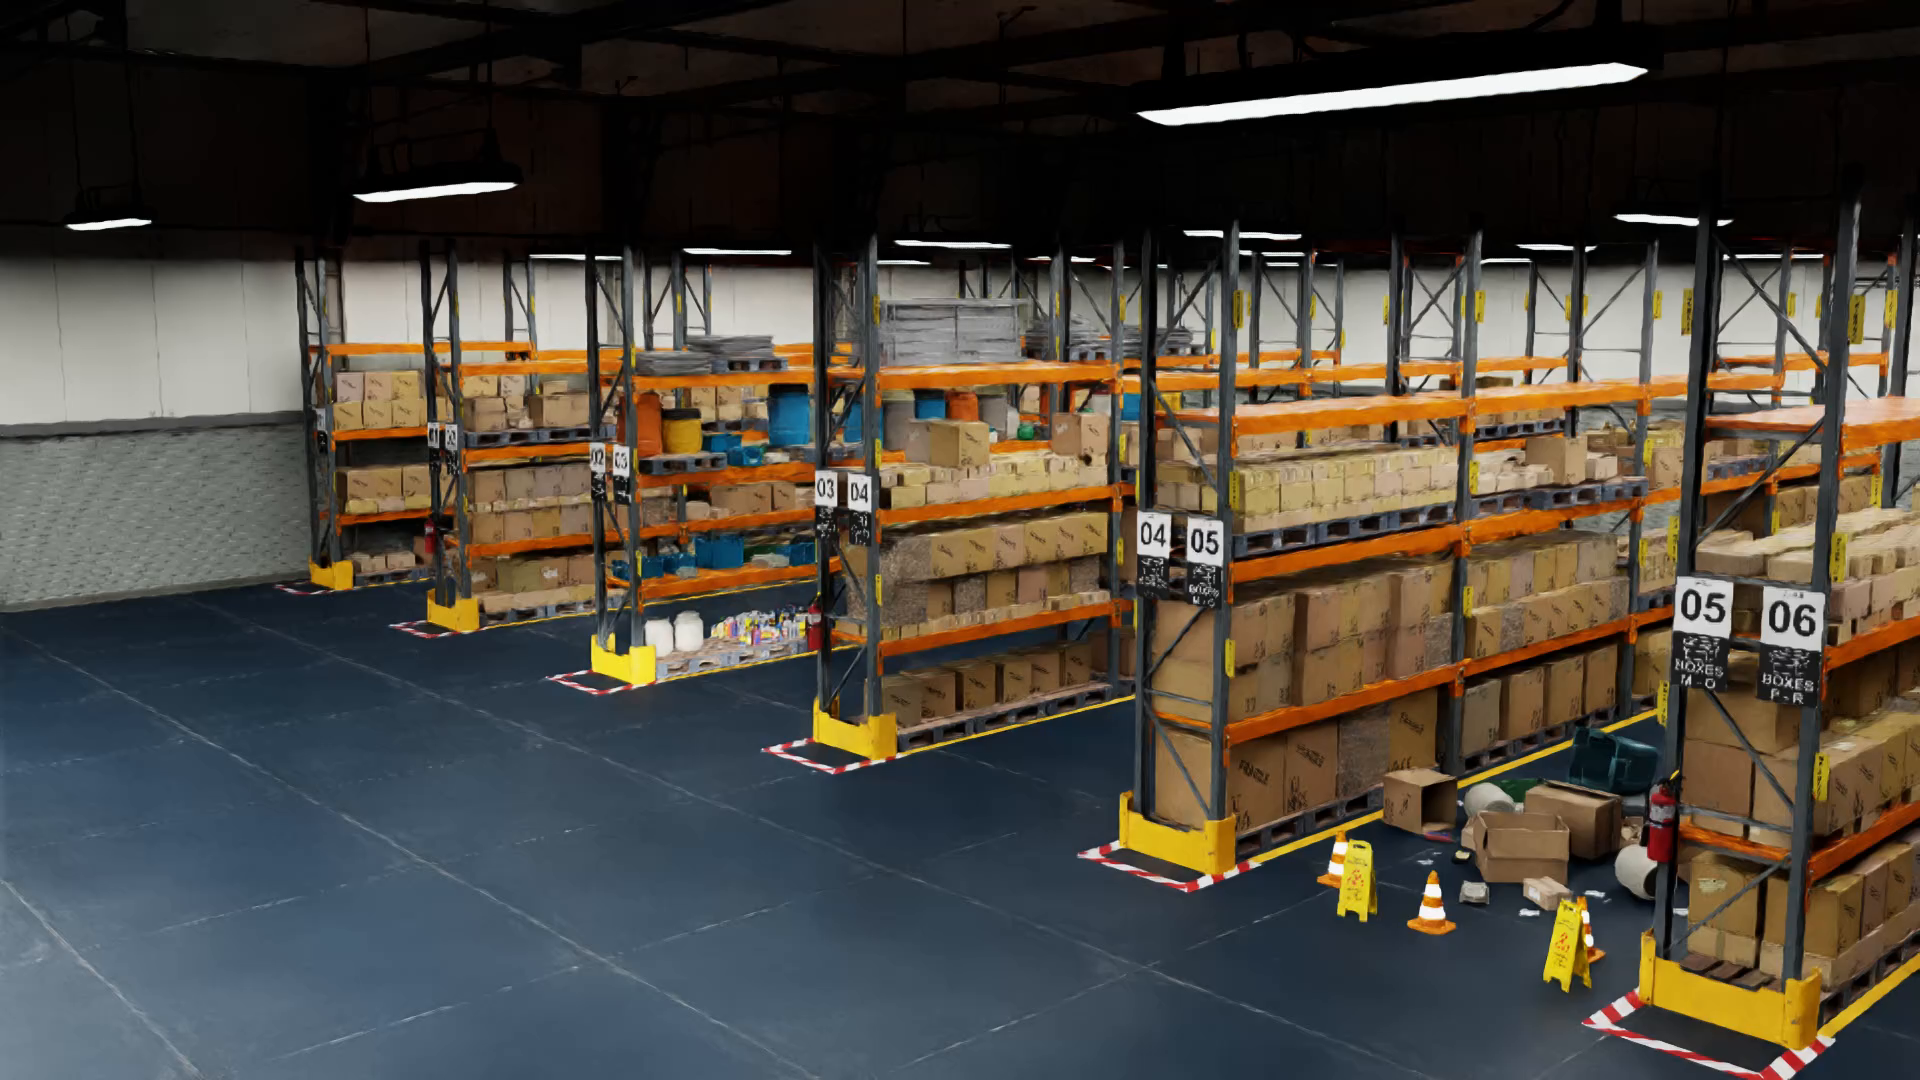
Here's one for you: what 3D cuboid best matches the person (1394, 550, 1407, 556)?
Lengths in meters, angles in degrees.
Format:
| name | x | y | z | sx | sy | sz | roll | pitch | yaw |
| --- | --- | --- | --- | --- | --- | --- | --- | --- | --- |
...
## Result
| name | x | y | z | sx | sy | sz | roll | pitch | yaw |
| --- | --- | --- | --- | --- | --- | --- | --- | --- | --- |
| person | 6.315 | 0.904 | 23.729 | 0.507 | 1.619 | 0.580 | -8 | 12 | -44 |
